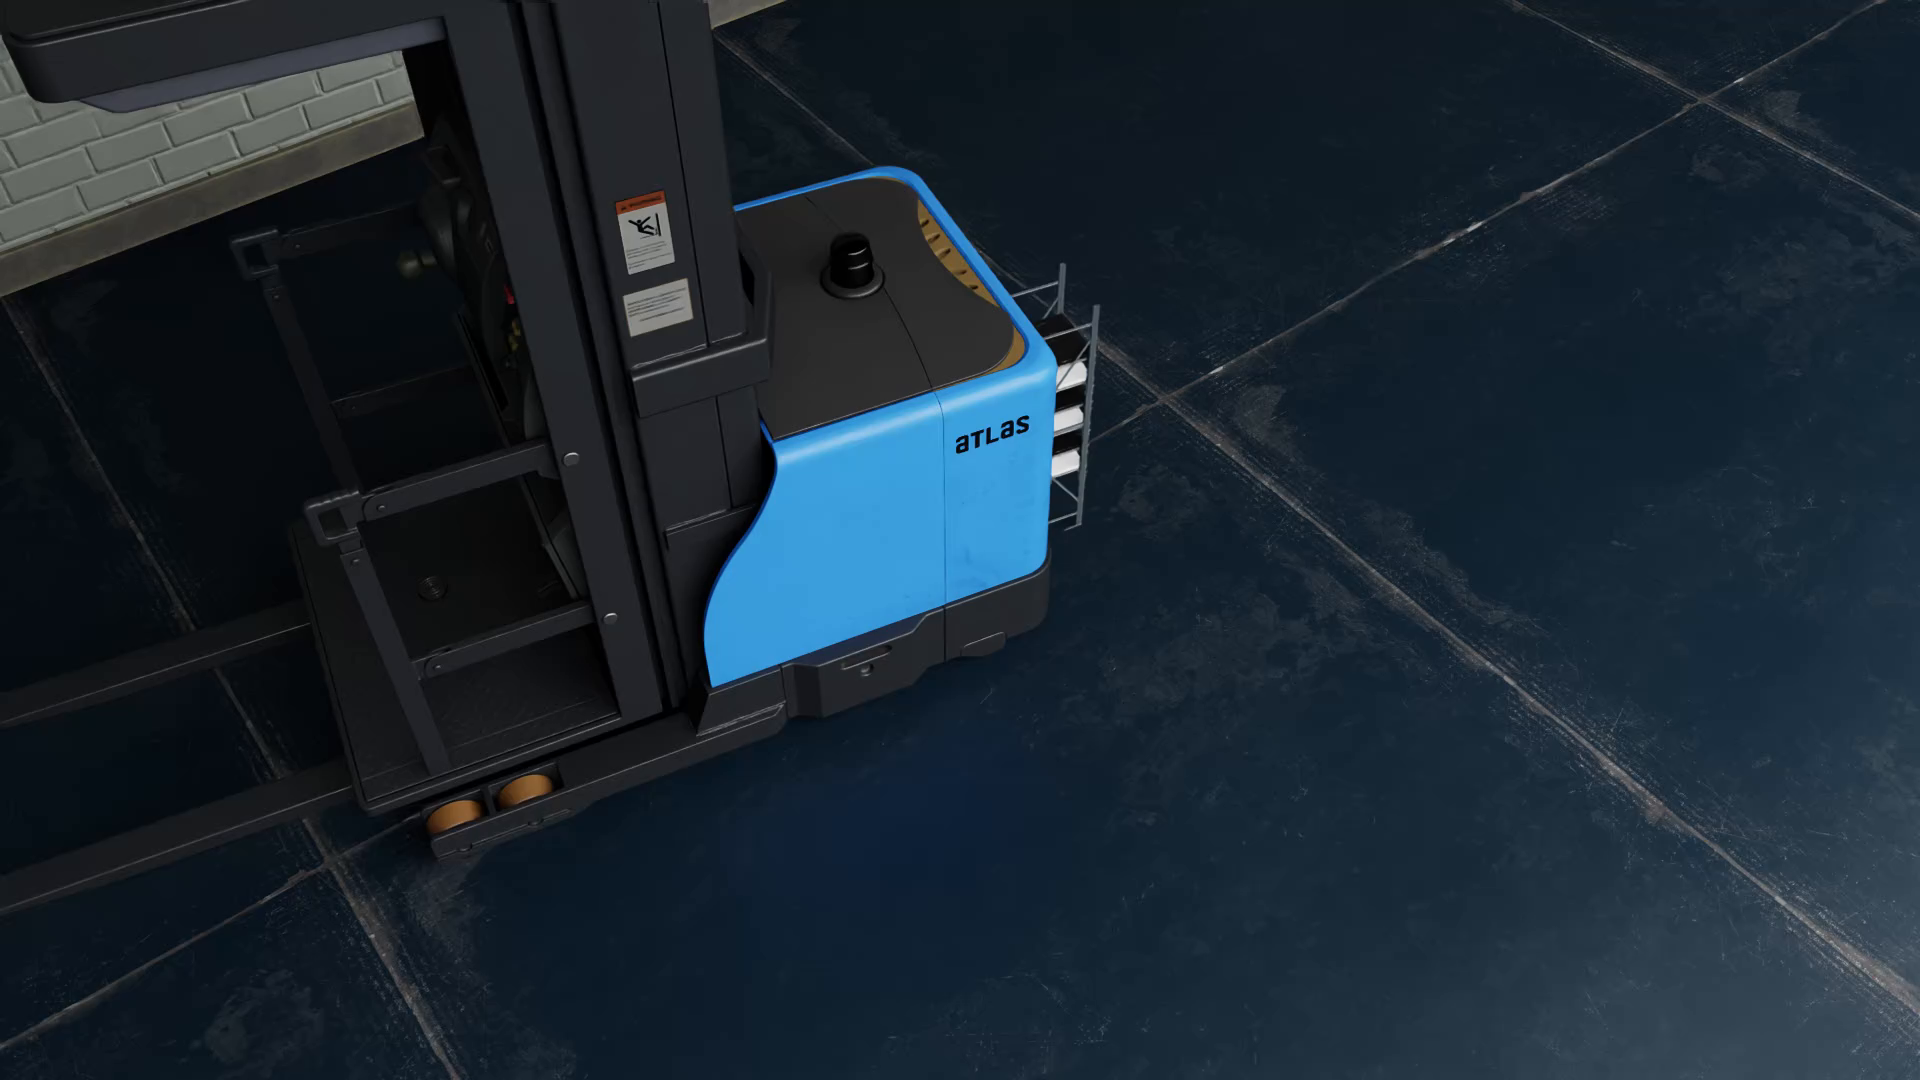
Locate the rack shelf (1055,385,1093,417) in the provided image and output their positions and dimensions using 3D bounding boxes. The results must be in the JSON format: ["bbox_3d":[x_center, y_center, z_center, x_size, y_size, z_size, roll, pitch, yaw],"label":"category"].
[{"bbox_3d":[0.235,-0.421,4.947,0.258,0.077,0.200,-19,51,-17],"label":"rack shelf"}]

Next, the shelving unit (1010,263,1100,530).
[{"bbox_3d":[0.235,-0.383,4.989,0.258,0.900,0.210,-19,51,-17],"label":"shelving unit"}]

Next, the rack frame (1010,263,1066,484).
[{"bbox_3d":[0.192,-0.451,5.051,0.240,0.900,0.006,-19,51,-17],"label":"rack frame"}]

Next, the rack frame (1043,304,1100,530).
[{"bbox_3d":[0.278,-0.315,4.927,0.240,0.900,0.006,-19,51,-17],"label":"rack frame"}]

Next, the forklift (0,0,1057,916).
[{"bbox_3d":[-1.295,-0.578,3.796,3.031,2.935,1.130,-19,51,-17],"label":"forklift"}]

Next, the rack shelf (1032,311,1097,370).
[{"bbox_3d":[0.235,-0.542,4.814,0.258,0.077,0.200,-19,51,-17],"label":"rack shelf"}]

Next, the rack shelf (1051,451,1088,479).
[{"bbox_3d":[0.234,-0.240,5.147,0.258,0.077,0.200,-19,51,-17],"label":"rack shelf"}]

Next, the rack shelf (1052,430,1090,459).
[{"bbox_3d":[0.234,-0.300,5.080,0.258,0.077,0.200,-19,51,-17],"label":"rack shelf"}]

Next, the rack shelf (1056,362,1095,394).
[{"bbox_3d":[0.235,-0.482,4.881,0.258,0.077,0.200,-19,51,-17],"label":"rack shelf"}]

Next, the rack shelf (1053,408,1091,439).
[{"bbox_3d":[0.234,-0.361,5.014,0.258,0.077,0.200,-19,51,-17],"label":"rack shelf"}]
